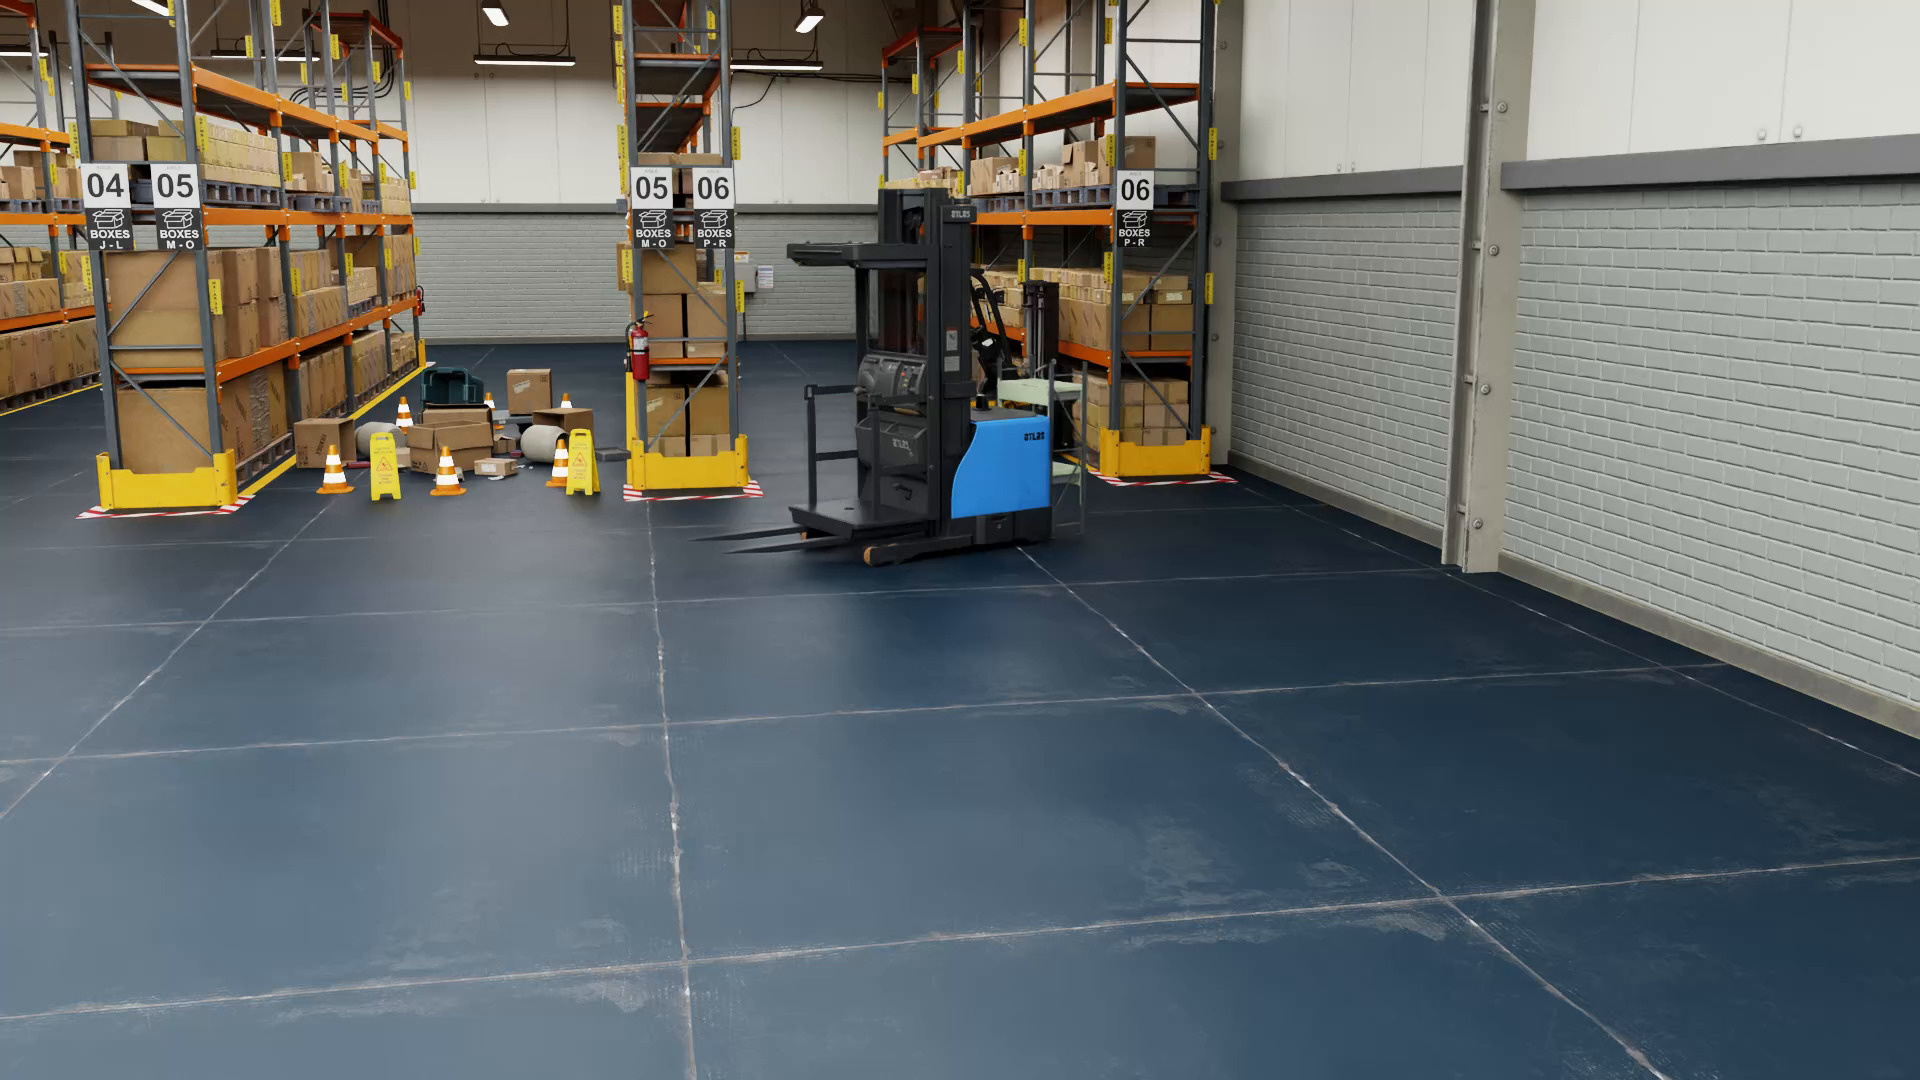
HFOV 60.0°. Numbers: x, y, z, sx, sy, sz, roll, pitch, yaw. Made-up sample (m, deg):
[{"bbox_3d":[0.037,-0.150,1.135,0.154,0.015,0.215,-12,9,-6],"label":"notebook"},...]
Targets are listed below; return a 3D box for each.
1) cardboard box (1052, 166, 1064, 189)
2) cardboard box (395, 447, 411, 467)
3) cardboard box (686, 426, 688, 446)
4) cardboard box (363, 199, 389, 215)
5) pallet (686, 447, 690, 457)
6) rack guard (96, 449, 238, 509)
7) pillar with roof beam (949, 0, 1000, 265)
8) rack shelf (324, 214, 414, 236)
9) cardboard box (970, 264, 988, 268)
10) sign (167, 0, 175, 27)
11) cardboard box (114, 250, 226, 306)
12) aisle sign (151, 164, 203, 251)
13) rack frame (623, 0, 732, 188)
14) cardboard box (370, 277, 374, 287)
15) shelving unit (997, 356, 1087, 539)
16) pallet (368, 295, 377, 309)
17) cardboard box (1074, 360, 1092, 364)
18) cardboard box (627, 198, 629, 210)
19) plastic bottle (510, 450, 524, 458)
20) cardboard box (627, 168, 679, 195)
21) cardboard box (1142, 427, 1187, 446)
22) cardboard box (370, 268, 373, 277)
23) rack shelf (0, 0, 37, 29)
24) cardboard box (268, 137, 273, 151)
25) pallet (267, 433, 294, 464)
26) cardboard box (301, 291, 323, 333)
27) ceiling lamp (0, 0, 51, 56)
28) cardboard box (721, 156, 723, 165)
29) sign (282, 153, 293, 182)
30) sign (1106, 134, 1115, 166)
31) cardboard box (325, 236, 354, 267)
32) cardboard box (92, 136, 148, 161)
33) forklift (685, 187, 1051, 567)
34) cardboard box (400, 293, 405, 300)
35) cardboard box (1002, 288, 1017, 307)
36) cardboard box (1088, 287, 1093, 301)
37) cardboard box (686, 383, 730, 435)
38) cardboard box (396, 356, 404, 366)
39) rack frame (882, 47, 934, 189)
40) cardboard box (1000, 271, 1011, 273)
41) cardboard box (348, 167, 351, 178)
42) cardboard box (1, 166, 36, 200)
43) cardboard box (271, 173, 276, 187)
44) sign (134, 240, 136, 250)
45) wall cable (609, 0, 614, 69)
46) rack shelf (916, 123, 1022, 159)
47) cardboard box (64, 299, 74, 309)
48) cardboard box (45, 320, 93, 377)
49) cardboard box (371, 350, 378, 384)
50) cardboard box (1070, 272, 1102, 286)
[{"bbox_3d":[1.316,-4.314,19.788,0.396,0.266,0.258,-2,11,-12],"label":"cardboard box"},{"bbox_3d":[-6.238,-0.964,18.549,0.396,0.266,0.258,0,11,-1],"label":"cardboard box"},{"bbox_3d":[-2.861,-1.227,18.851,0.500,0.250,0.500,-1,11,-7],"label":"cardboard box"},{"bbox_3d":[-9.766,-5.517,27.537,0.500,0.250,0.500,-2,11,-8],"label":"cardboard box"},{"bbox_3d":[-2.903,-0.814,17.910,1.003,0.211,1.213,-2,11,-11],"label":"pallet"},{"bbox_3d":[-7.596,-0.589,15.954,1.175,0.500,0.348,-2,11,-11],"label":"rack guard"},{"bbox_3d":[-3.705,-7.353,28.762,9.100,9.000,0.548,-2,11,-11],"label":"pillar with roof beam"},{"bbox_3d":[-10.323,-5.509,29.021,1.077,0.370,4.000,-2,11,-11],"label":"rack shelf"},{"bbox_3d":[0.049,-4.218,26.936,0.797,0.503,0.637,-2,11,-12],"label":"cardboard box"},{"bbox_3d":[-8.908,-5.978,18.827,0.100,0.325,0.005,-2,11,-11],"label":"sign"},{"bbox_3d":[-7.832,-2.593,16.506,0.875,0.550,0.550,-2,11,-11],"label":"cardboard box"},{"bbox_3d":[-7.292,-3.096,15.490,0.394,0.787,0.004,-2,11,-11],"label":"aisle sign"},{"bbox_3d":[-2.765,-4.967,16.226,1.000,3.000,0.127,-2,11,-11],"label":"rack frame"},{"bbox_3d":[-9.611,-4.137,26.664,0.380,0.149,0.250,-2,11,-11],"label":"cardboard box"},{"bbox_3d":[0.705,-0.825,14.521,0.431,1.500,0.755,-8,13,-35],"label":"shelving unit"},{"bbox_3d":[-9.929,-3.783,26.561,1.003,0.211,1.213,-2,11,-11],"label":"pallet"},{"bbox_3d":[1.724,-2.106,20.795,0.500,0.250,0.500,-2,11,-12],"label":"cardboard box"},{"bbox_3d":[-3.558,-3.798,18.778,0.380,0.149,0.250,-2,11,-12],"label":"cardboard box"},{"bbox_3d":[-5.131,-1.005,19.314,0.133,0.061,0.283,0,11,-1],"label":"plastic bottle"},{"bbox_3d":[-3.129,-3.650,16.934,0.500,0.250,0.500,-2,11,-12],"label":"cardboard box"},{"bbox_3d":[2.200,-1.154,18.467,0.500,0.250,0.500,-2,11,-11],"label":"cardboard box"},{"bbox_3d":[-9.612,-4.282,26.627,0.380,0.149,0.250,-2,11,-13],"label":"cardboard box"},{"bbox_3d":[-14.430,-7.720,23.725,1.077,0.370,4.000,-2,11,-11],"label":"rack shelf"},{"bbox_3d":[-7.946,-4.450,18.683,0.380,0.149,0.250,-2,11,-11],"label":"cardboard box"},{"bbox_3d":[-8.307,-1.043,19.111,1.003,0.211,1.213,-2,11,-11],"label":"pallet"},{"bbox_3d":[-8.410,-2.895,21.116,0.500,0.500,0.500,-2,11,-11],"label":"cardboard box"},{"bbox_3d":[-18.507,-10.812,31.326,2.000,3.185,0.800,-2,11,-11],"label":"ceiling lamp"},{"bbox_3d":[-2.662,-3.977,17.585,0.380,0.149,0.250,-2,11,-11],"label":"cardboard box"},{"bbox_3d":[-7.834,-4.342,19.369,0.100,0.325,0.005,-2,11,-11],"label":"sign"},{"bbox_3d":[1.569,-4.054,17.293,0.100,0.325,0.005,-2,11,-11],"label":"sign"},{"bbox_3d":[-10.291,-4.785,27.577,0.500,0.500,0.500,-3,11,-13],"label":"cardboard box"},{"bbox_3d":[-7.970,-3.702,15.819,0.500,0.250,0.500,-2,11,-10],"label":"cardboard box"},{"bbox_3d":[-0.727,-1.339,13.391,3.031,2.935,1.130,-7,13,-34],"label":"forklift"},{"bbox_3d":[-10.202,-4.395,29.938,0.380,0.149,0.250,-3,11,-14],"label":"cardboard box"},{"bbox_3d":[0.872,-3.282,22.479,0.500,0.250,0.500,-2,11,-12],"label":"cardboard box"},{"bbox_3d":[1.655,-2.764,18.693,0.380,0.149,0.250,-2,11,-11],"label":"cardboard box"},{"bbox_3d":[-2.656,-1.406,17.787,0.500,0.500,0.500,-3,11,-13],"label":"cardboard box"},{"bbox_3d":[-9.982,-3.143,29.189,0.380,0.149,0.250,-2,11,-13],"label":"cardboard box"},{"bbox_3d":[-1.008,-8.083,32.595,1.000,3.000,0.127,-2,11,-11],"label":"rack frame"},{"bbox_3d":[0.809,-3.984,25.103,0.380,0.149,0.250,-2,11,-9],"label":"cardboard box"},{"bbox_3d":[-9.763,-5.465,25.464,0.797,0.503,0.637,-2,11,-12],"label":"cardboard box"},{"bbox_3d":[-14.697,-5.483,25.571,0.700,0.500,0.500,-2,11,-10],"label":"cardboard box"},{"bbox_3d":[-7.945,-4.059,18.760,0.380,0.149,0.250,-2,11,-10],"label":"cardboard box"},{"bbox_3d":[-15.062,-5.296,30.271,0.100,0.325,0.005,-2,11,-11],"label":"sign"},{"bbox_3d":[-8.777,-11.825,36.212,2.355,3.000,0.029,-2,11,-11],"label":"wall cable"},{"bbox_3d":[0.159,-6.432,26.918,1.077,0.370,4.000,-2,11,-11],"label":"rack shelf"},{"bbox_3d":[-14.551,-3.803,26.829,0.380,0.149,0.250,-2,11,-11],"label":"cardboard box"},{"bbox_3d":[-14.869,-3.147,27.267,0.875,0.875,0.875,-2,11,-11],"label":"cardboard box"},{"bbox_3d":[-9.348,-2.686,25.847,0.500,0.500,0.500,-2,11,-12],"label":"cardboard box"},{"bbox_3d":[1.481,-3.003,19.156,0.380,0.149,0.250,-2,11,-10],"label":"cardboard box"}]
